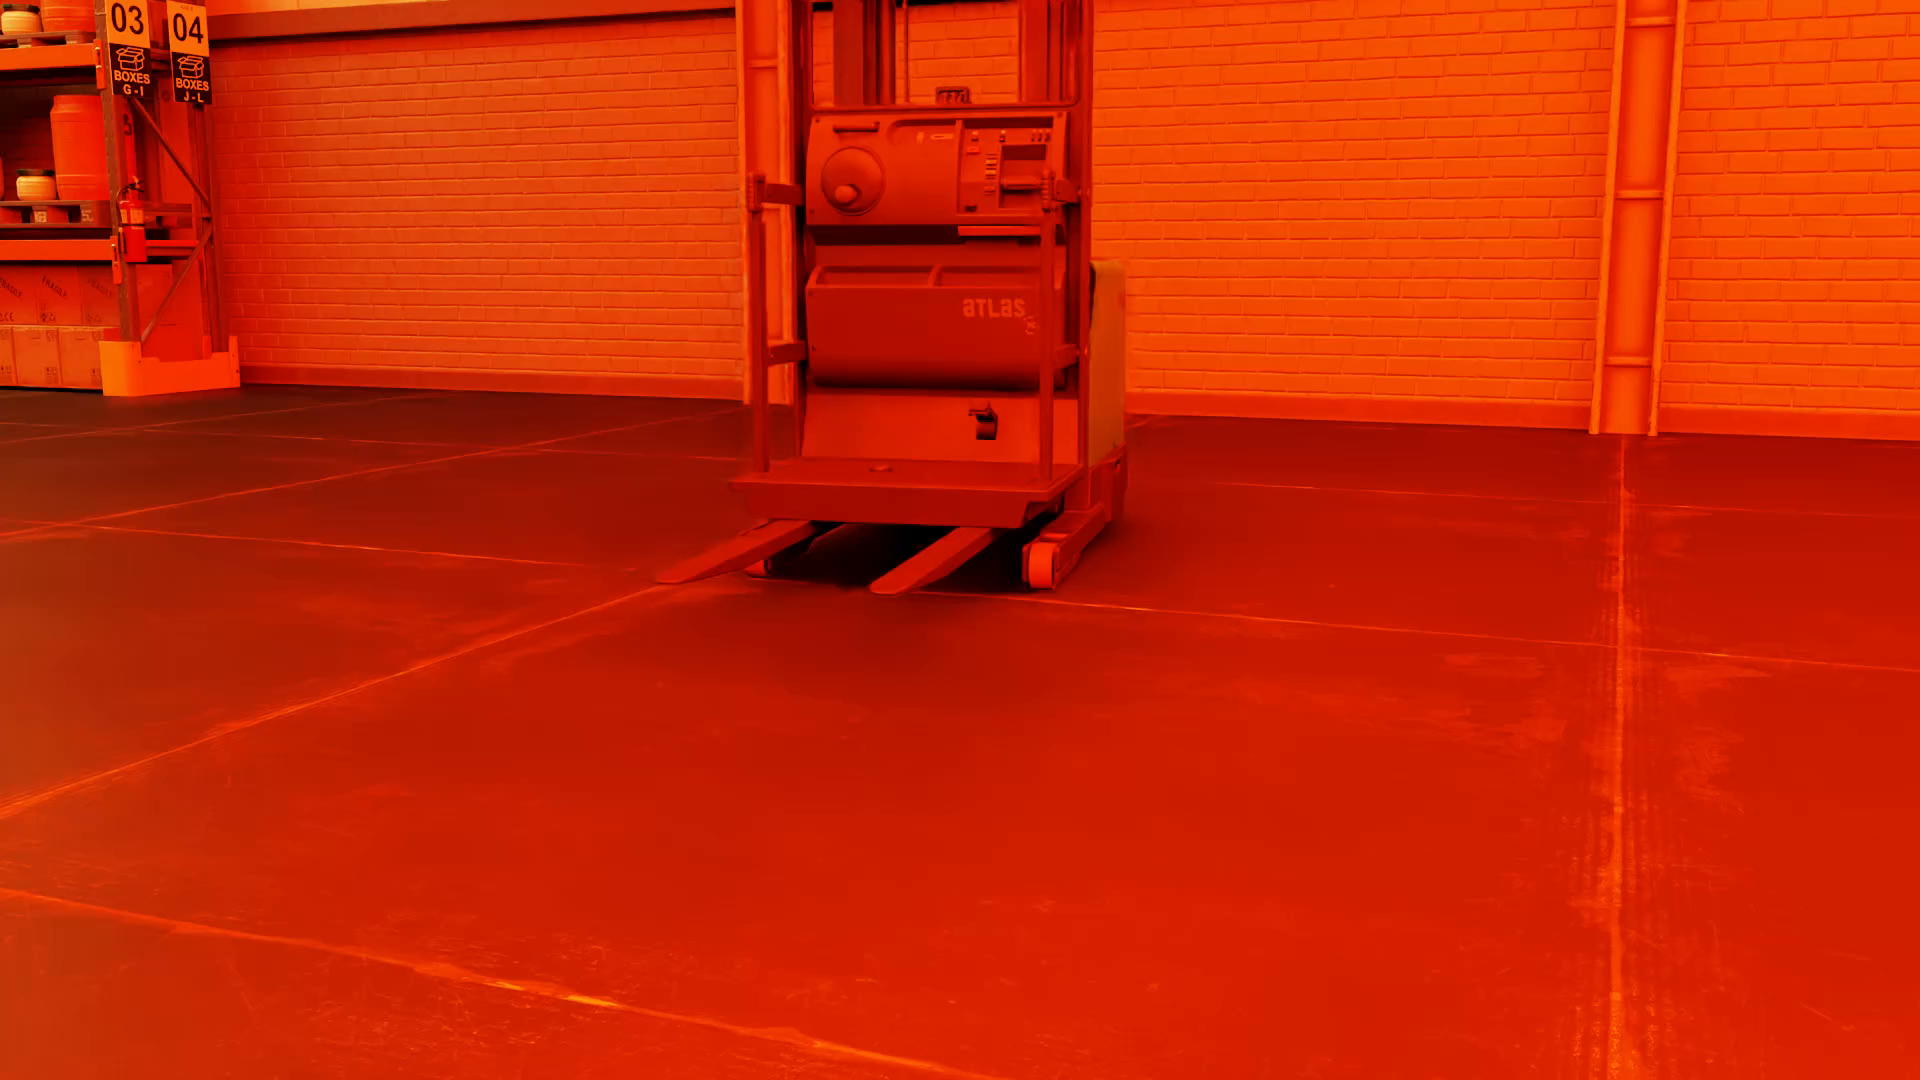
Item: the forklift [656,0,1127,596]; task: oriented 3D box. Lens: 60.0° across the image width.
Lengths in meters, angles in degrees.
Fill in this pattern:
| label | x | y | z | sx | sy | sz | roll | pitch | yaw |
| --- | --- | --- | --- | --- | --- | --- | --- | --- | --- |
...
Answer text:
| label | x | y | z | sx | sy | sz | roll | pitch | yaw |
| --- | --- | --- | --- | --- | --- | --- | --- | --- | --- |
| forklift | -0.137 | -1.345 | 5.651 | 1.130 | 2.935 | 3.031 | 2 | 10 | 14 |
